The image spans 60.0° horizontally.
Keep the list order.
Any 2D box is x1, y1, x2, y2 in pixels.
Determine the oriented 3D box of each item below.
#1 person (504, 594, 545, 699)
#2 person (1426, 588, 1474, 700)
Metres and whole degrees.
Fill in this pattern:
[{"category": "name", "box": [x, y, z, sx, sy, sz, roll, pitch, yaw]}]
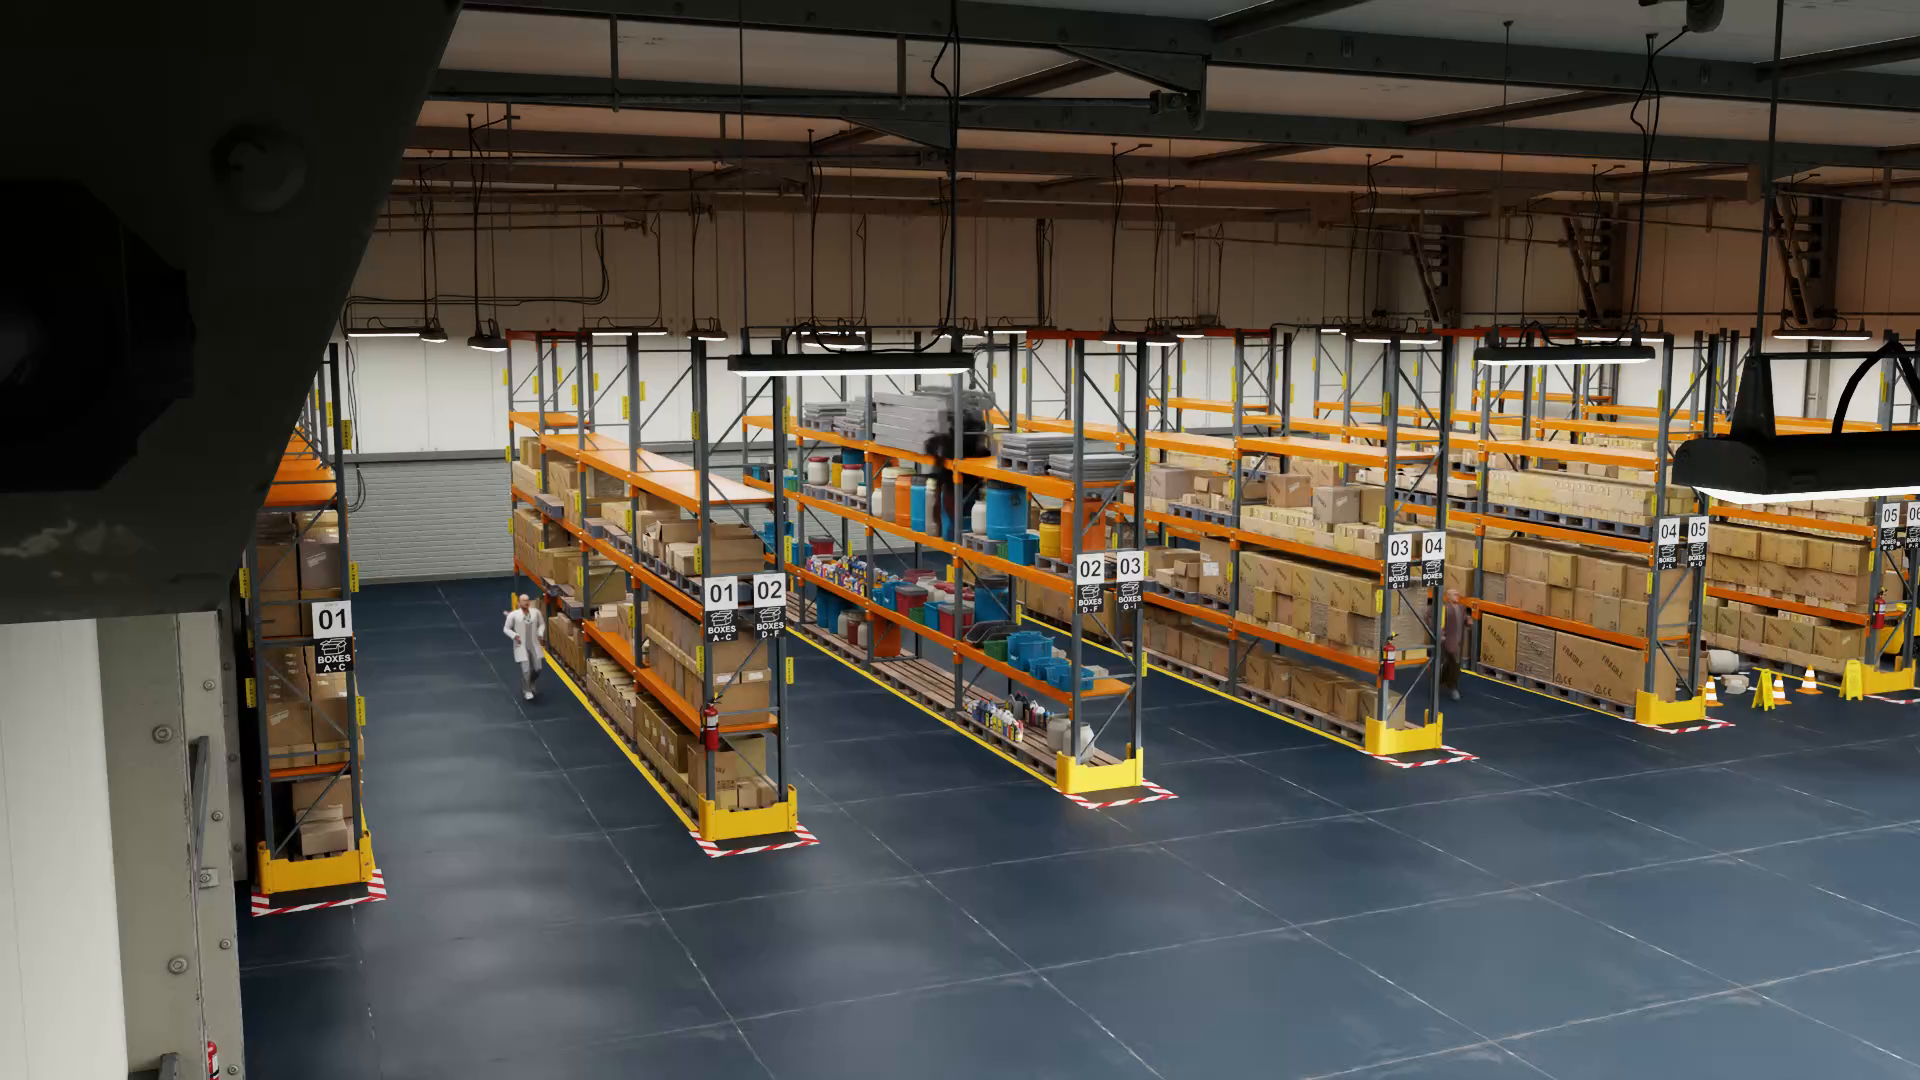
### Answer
[{"category": "person", "box": [-7.130, 1.795, 27.388, 0.705, 1.644, 0.661, -4, 9, -29]}, {"category": "person", "box": [8.153, 1.717, 27.567, 0.682, 1.829, 0.801, -5, 9, -30]}]
